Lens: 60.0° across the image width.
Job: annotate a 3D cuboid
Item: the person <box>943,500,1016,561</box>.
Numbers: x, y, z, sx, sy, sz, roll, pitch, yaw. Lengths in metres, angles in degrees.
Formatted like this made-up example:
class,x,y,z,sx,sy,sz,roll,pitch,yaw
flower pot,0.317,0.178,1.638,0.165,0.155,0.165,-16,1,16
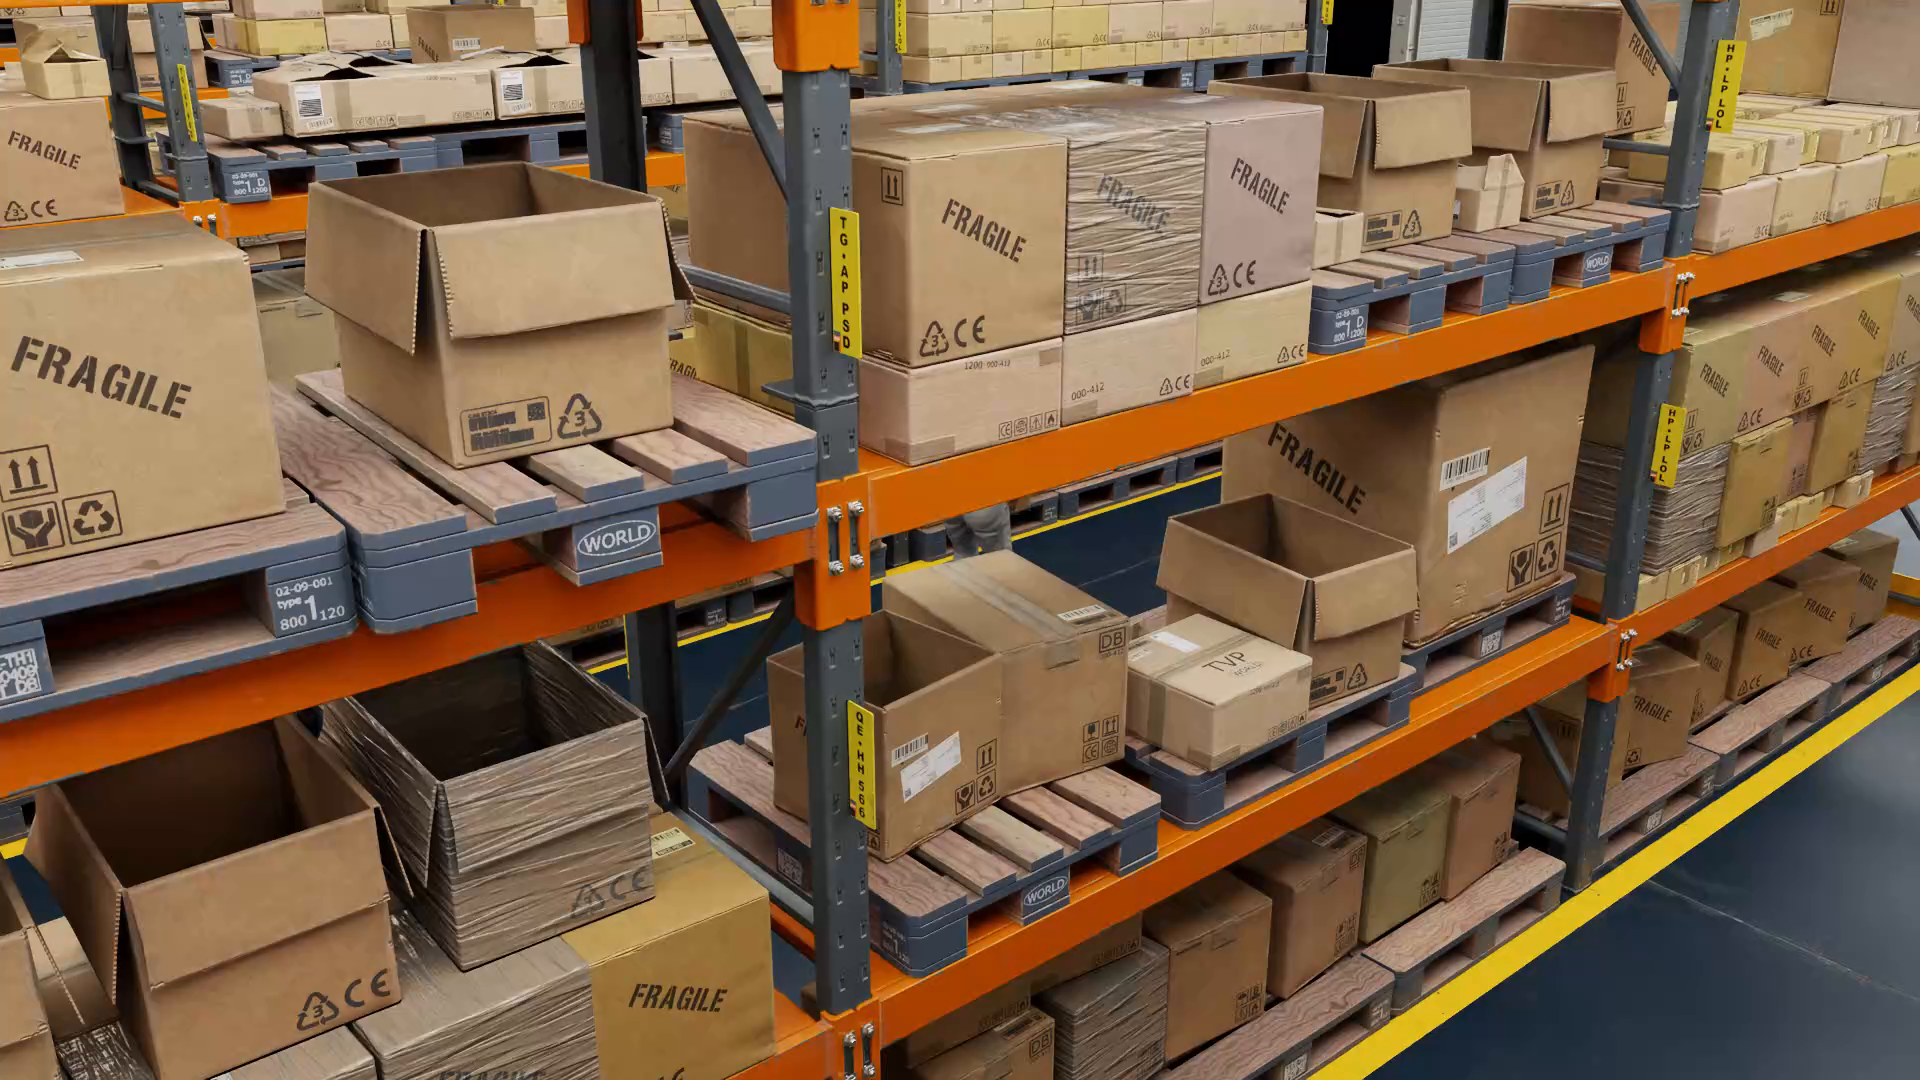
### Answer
class,x,y,z,sx,sy,sz,roll,pitch,yaw
person,0.106,-0.231,9.671,0.540,1.666,0.464,15,26,34
